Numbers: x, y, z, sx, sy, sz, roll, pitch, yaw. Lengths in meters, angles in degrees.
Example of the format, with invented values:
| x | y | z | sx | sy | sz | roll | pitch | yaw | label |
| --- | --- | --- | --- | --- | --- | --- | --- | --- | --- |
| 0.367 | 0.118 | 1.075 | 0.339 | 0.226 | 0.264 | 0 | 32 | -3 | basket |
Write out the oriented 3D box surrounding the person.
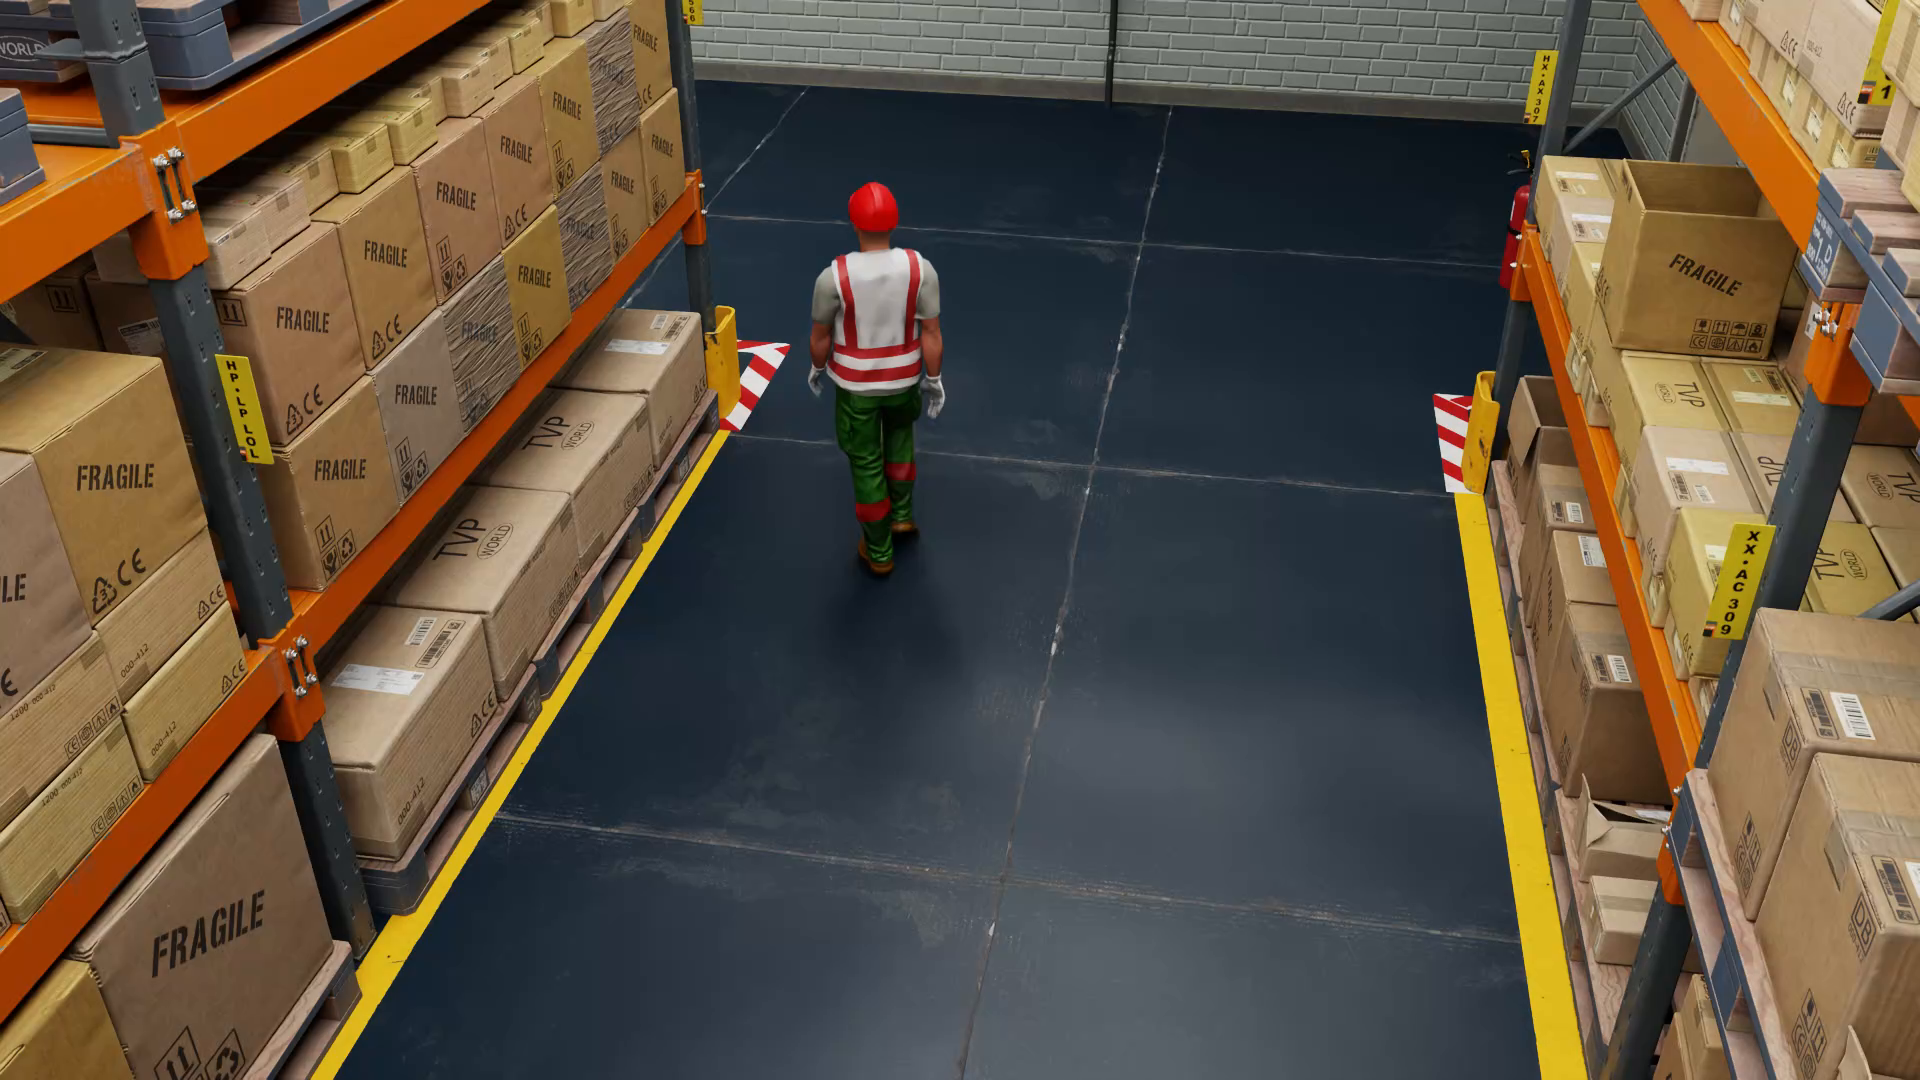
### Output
| x | y | z | sx | sy | sz | roll | pitch | yaw | label |
| --- | --- | --- | --- | --- | --- | --- | --- | --- | --- |
| -0.376 | -0.695 | 7.219 | 0.547 | 1.835 | 0.472 | -10 | 33 | -15 | person |
